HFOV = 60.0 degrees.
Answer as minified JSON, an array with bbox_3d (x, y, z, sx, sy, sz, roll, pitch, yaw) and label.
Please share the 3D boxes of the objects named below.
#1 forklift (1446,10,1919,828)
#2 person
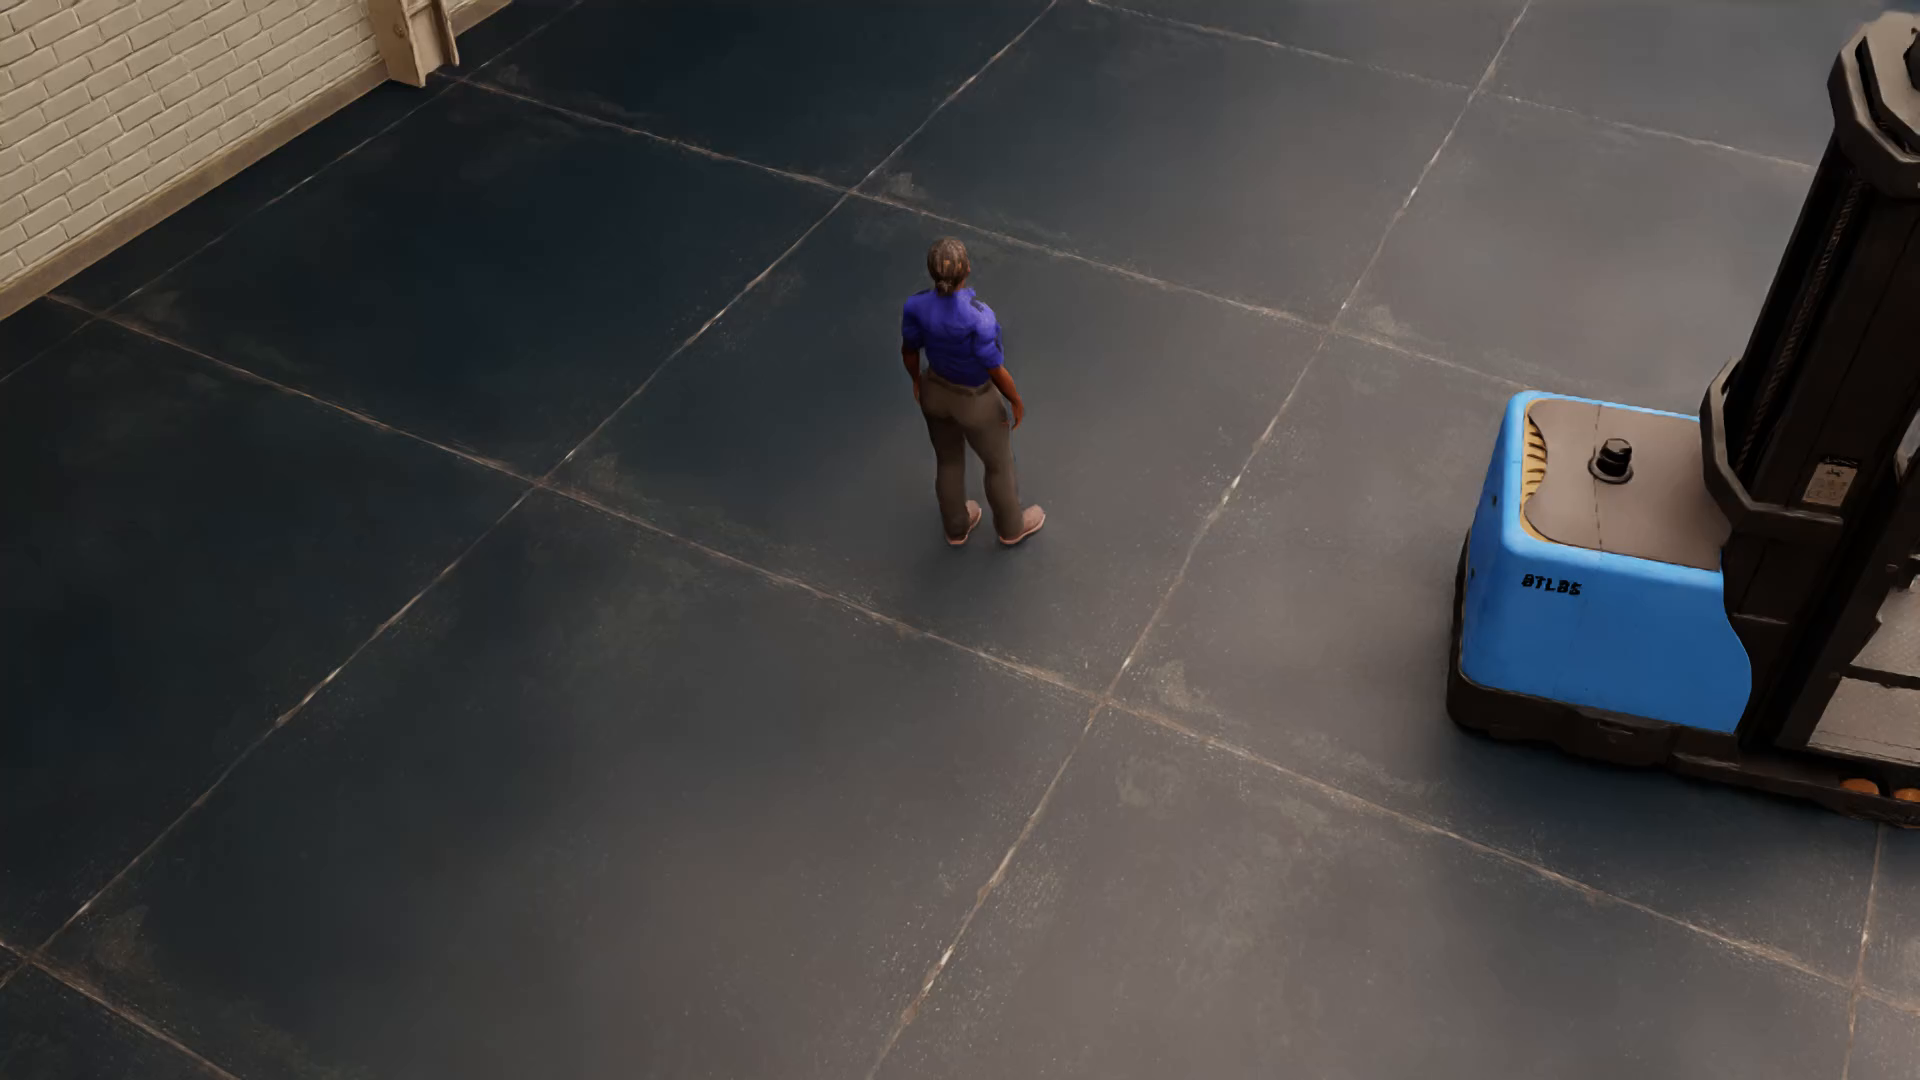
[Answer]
[{"bbox_3d":[3.607,-0.334,6.009,3.031,2.935,1.130,11,44,11],"label":"forklift"},{"bbox_3d":[0.058,-0.654,7.269,0.570,1.654,0.503,20,47,20],"label":"person"}]
